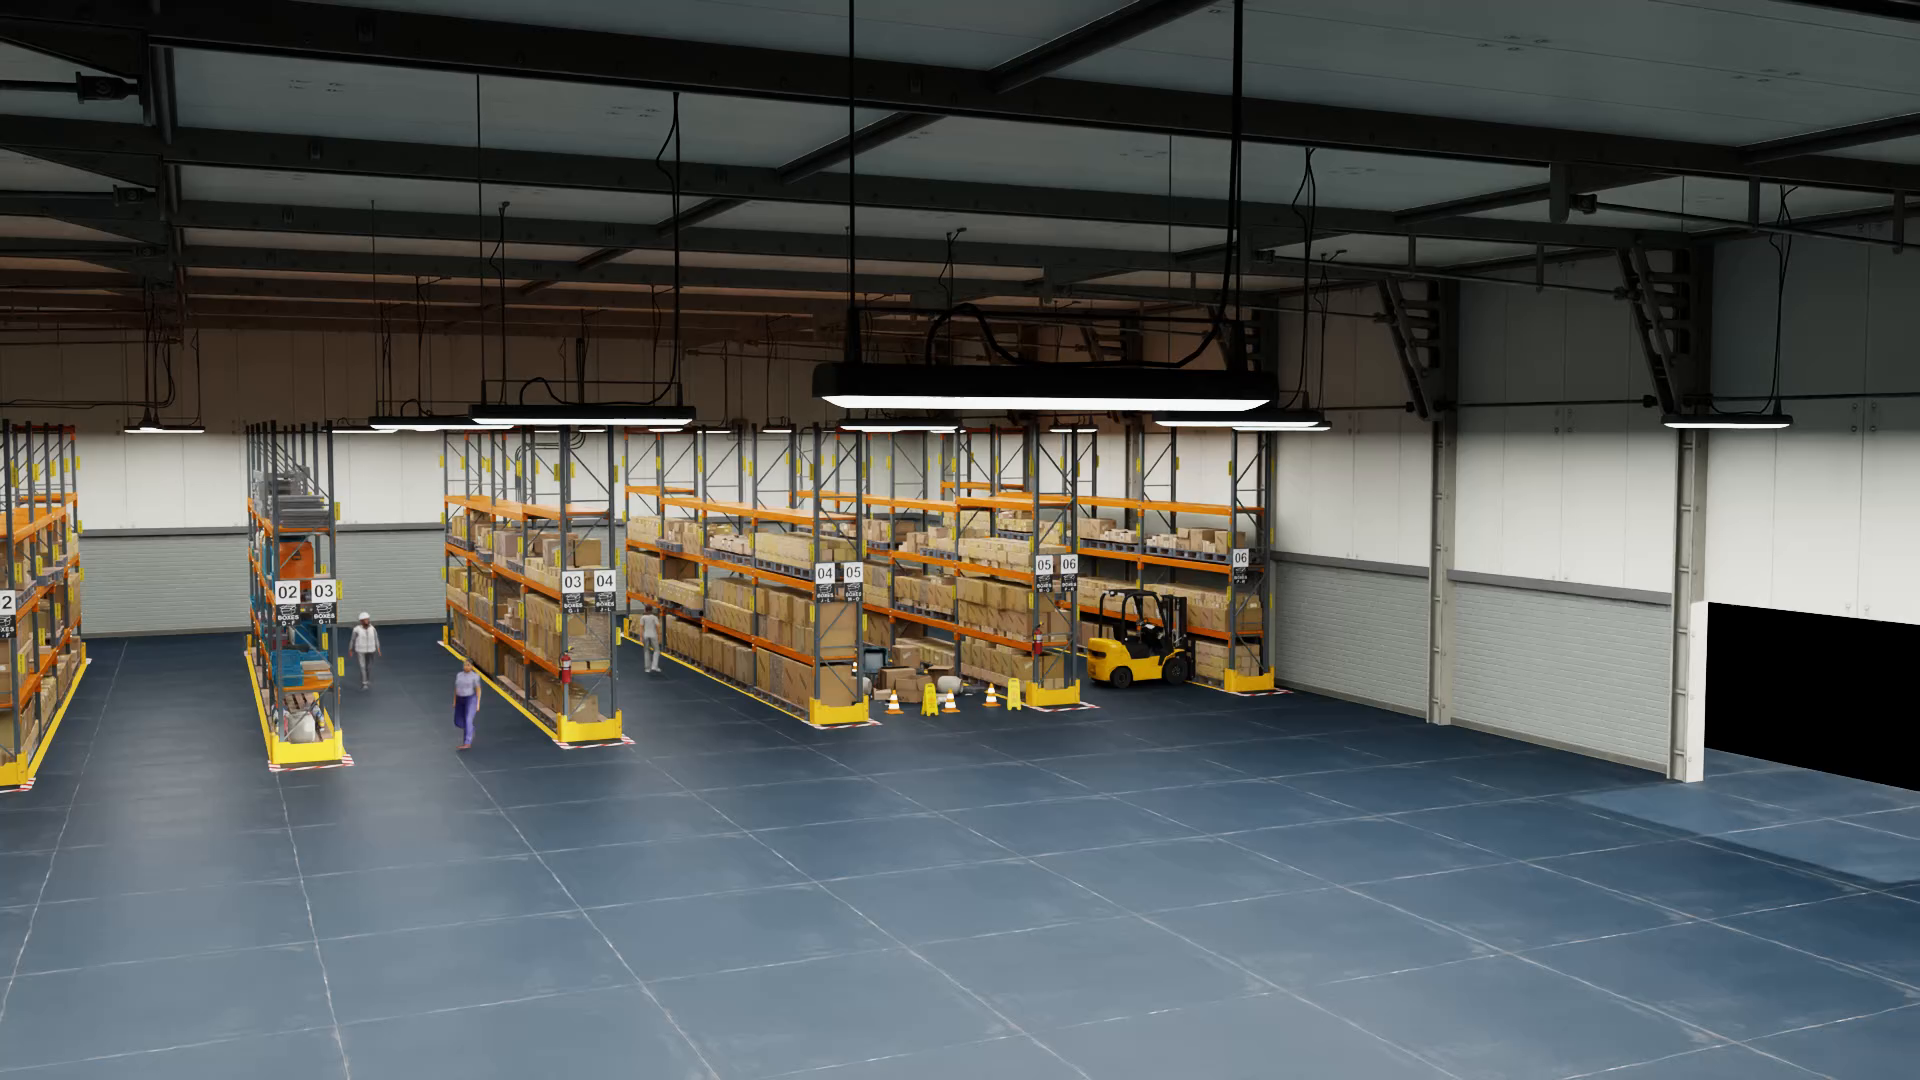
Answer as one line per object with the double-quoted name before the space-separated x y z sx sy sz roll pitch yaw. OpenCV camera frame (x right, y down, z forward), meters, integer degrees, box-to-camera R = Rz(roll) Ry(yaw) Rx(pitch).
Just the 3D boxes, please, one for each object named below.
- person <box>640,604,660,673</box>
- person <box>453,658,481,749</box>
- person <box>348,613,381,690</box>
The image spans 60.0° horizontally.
"person" -7.497 2.381 40.219 0.491 1.668 0.507 0 4 -1
"person" -9.065 2.984 30.592 0.494 1.622 0.800 1 4 14
"person" -13.449 2.496 37.578 0.633 1.715 1.079 -2 4 -34
